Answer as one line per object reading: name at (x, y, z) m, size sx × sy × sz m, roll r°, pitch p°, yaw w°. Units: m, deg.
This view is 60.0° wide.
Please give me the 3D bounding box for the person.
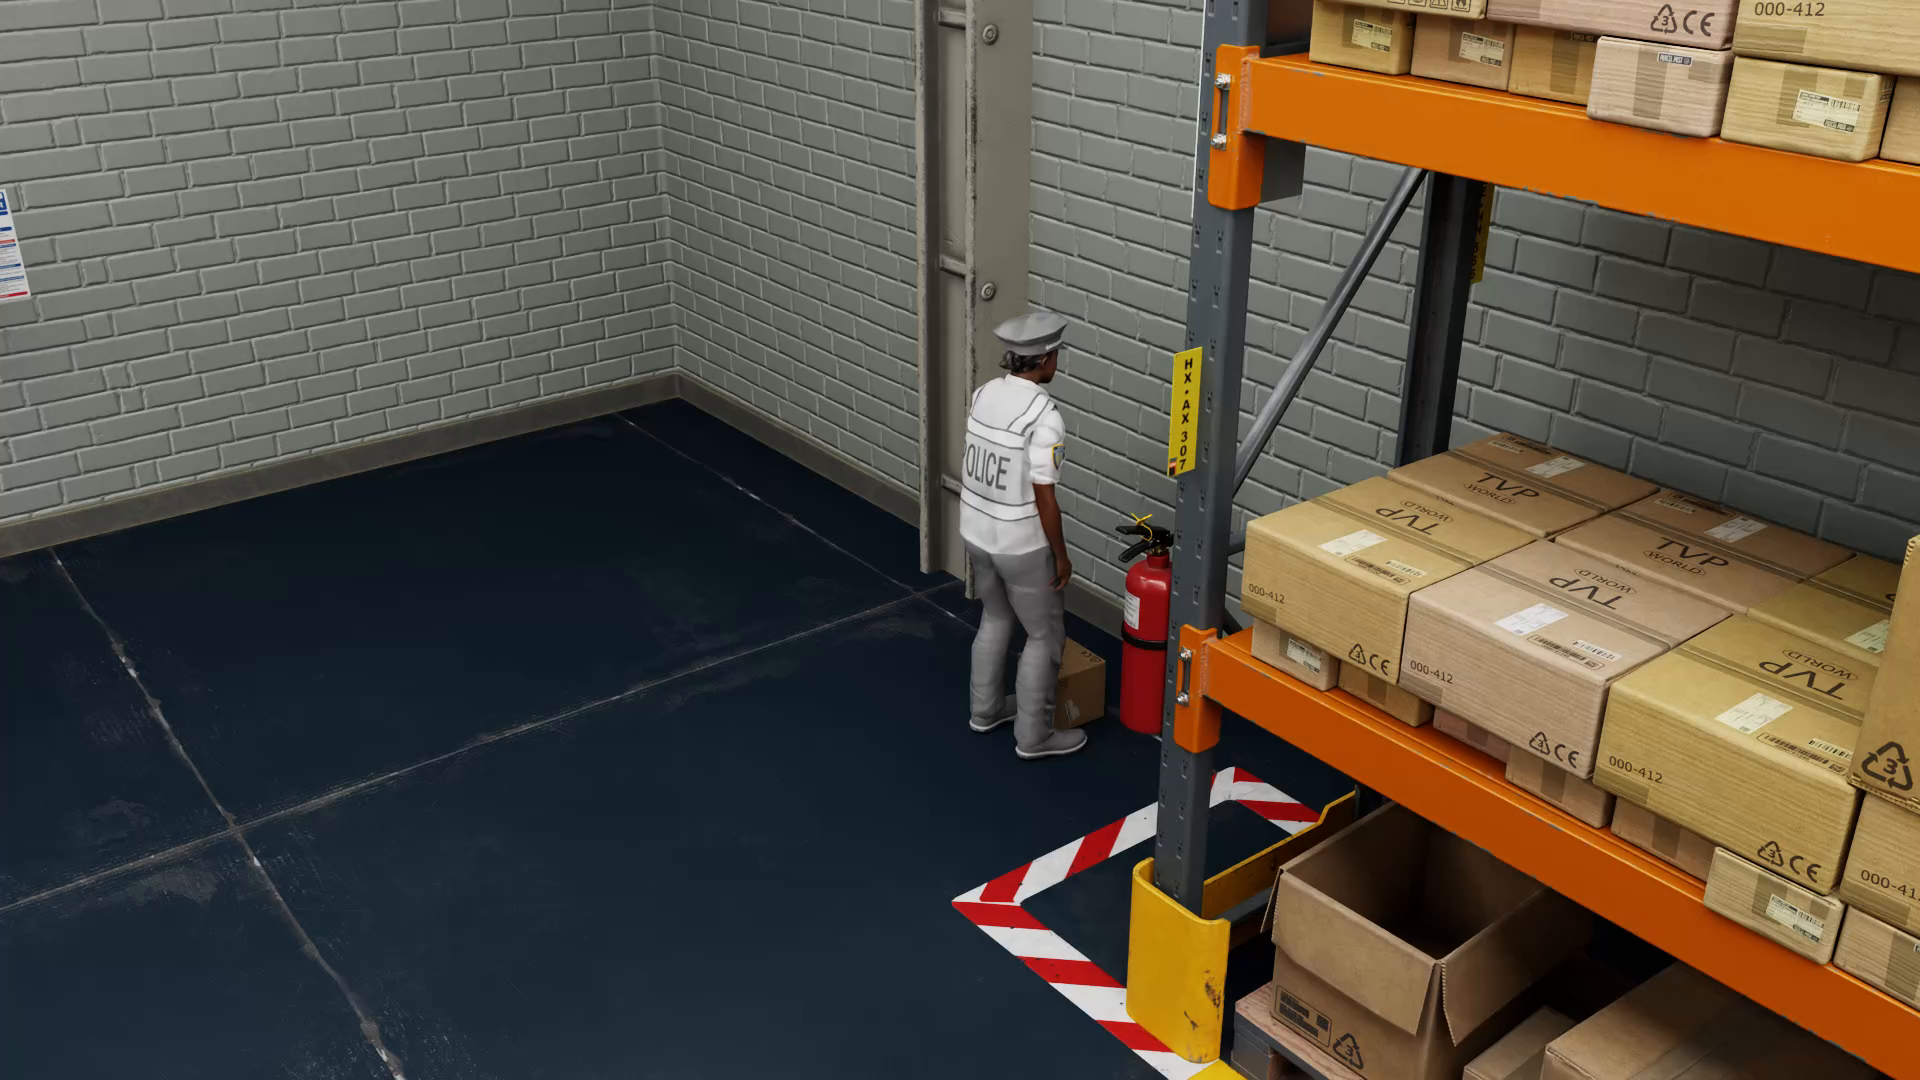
person at (0.219, -0.001, 6.109) m, size 0.394 × 1.658 × 0.504 m, roll -18°, pitch 30°, yaw -34°
